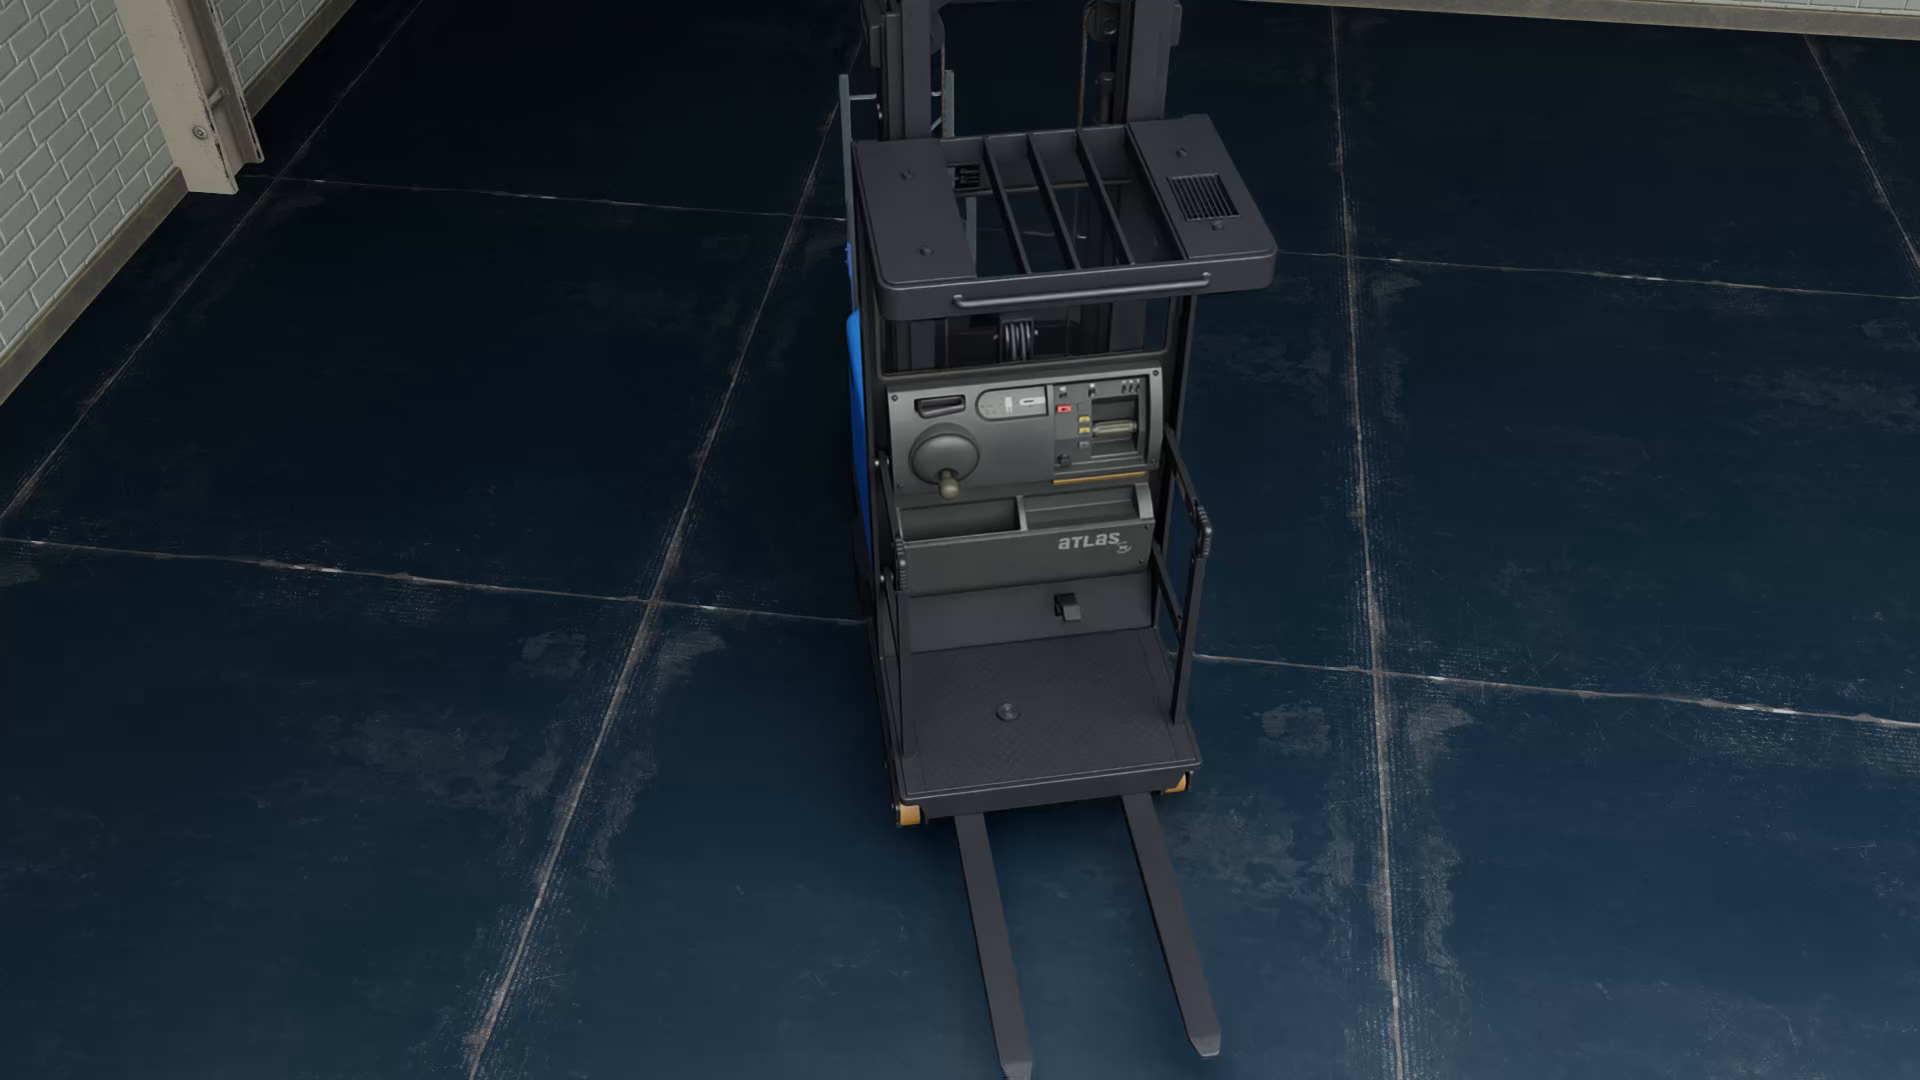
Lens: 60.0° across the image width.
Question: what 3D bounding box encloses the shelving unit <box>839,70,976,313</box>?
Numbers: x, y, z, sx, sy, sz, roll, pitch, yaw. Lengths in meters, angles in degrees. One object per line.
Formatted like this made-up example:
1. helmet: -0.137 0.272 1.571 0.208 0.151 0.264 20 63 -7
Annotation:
1. shelving unit: -0.232 -1.135 7.380 0.538 1.500 1.048 -4 44 -4

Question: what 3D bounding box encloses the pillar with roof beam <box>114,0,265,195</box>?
1. pillar with roof beam: 0.077 -4.961 5.967 9.100 9.000 0.400 5 44 6

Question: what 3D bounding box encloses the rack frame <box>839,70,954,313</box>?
1. rack frame: -0.277 -1.483 7.747 0.500 1.500 0.032 -4 44 -4

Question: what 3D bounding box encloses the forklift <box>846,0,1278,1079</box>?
1. forklift: 0.259 -0.277 5.433 1.130 2.935 3.031 -6 44 -6

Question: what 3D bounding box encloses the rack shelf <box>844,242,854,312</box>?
1. rack shelf: -0.232 -1.004 7.503 0.538 0.185 1.000 -4 44 -4

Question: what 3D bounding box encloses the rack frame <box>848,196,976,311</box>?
1. rack frame: -0.186 -0.786 7.012 0.500 1.500 0.032 -4 44 -4
